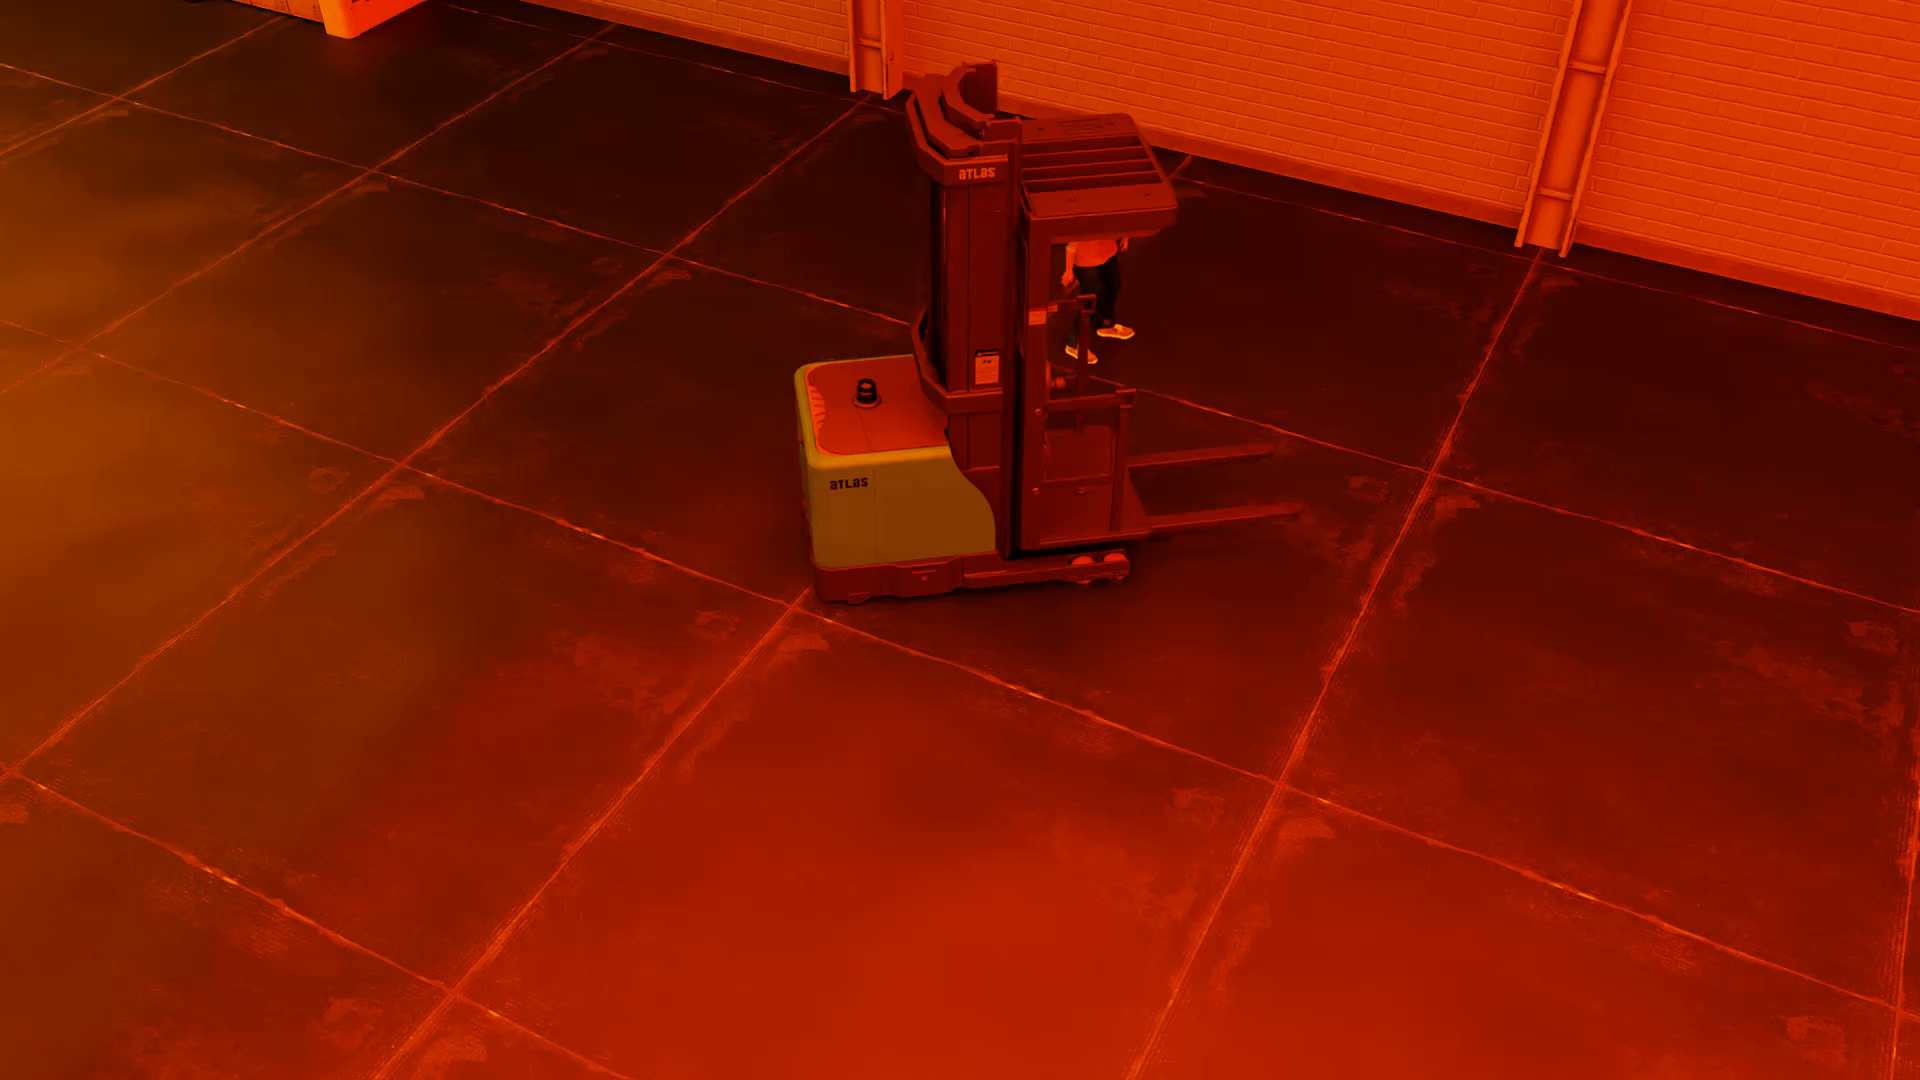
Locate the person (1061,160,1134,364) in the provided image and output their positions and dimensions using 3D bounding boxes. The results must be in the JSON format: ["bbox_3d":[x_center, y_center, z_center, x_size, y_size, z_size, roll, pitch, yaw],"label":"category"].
[{"bbox_3d":[0.943,-1.951,11.362,0.341,1.571,0.690,23,45,25],"label":"person"}]

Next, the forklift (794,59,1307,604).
[{"bbox_3d":[0.569,-1.191,9.400,3.031,2.935,1.130,-6,40,-7],"label":"forklift"}]
